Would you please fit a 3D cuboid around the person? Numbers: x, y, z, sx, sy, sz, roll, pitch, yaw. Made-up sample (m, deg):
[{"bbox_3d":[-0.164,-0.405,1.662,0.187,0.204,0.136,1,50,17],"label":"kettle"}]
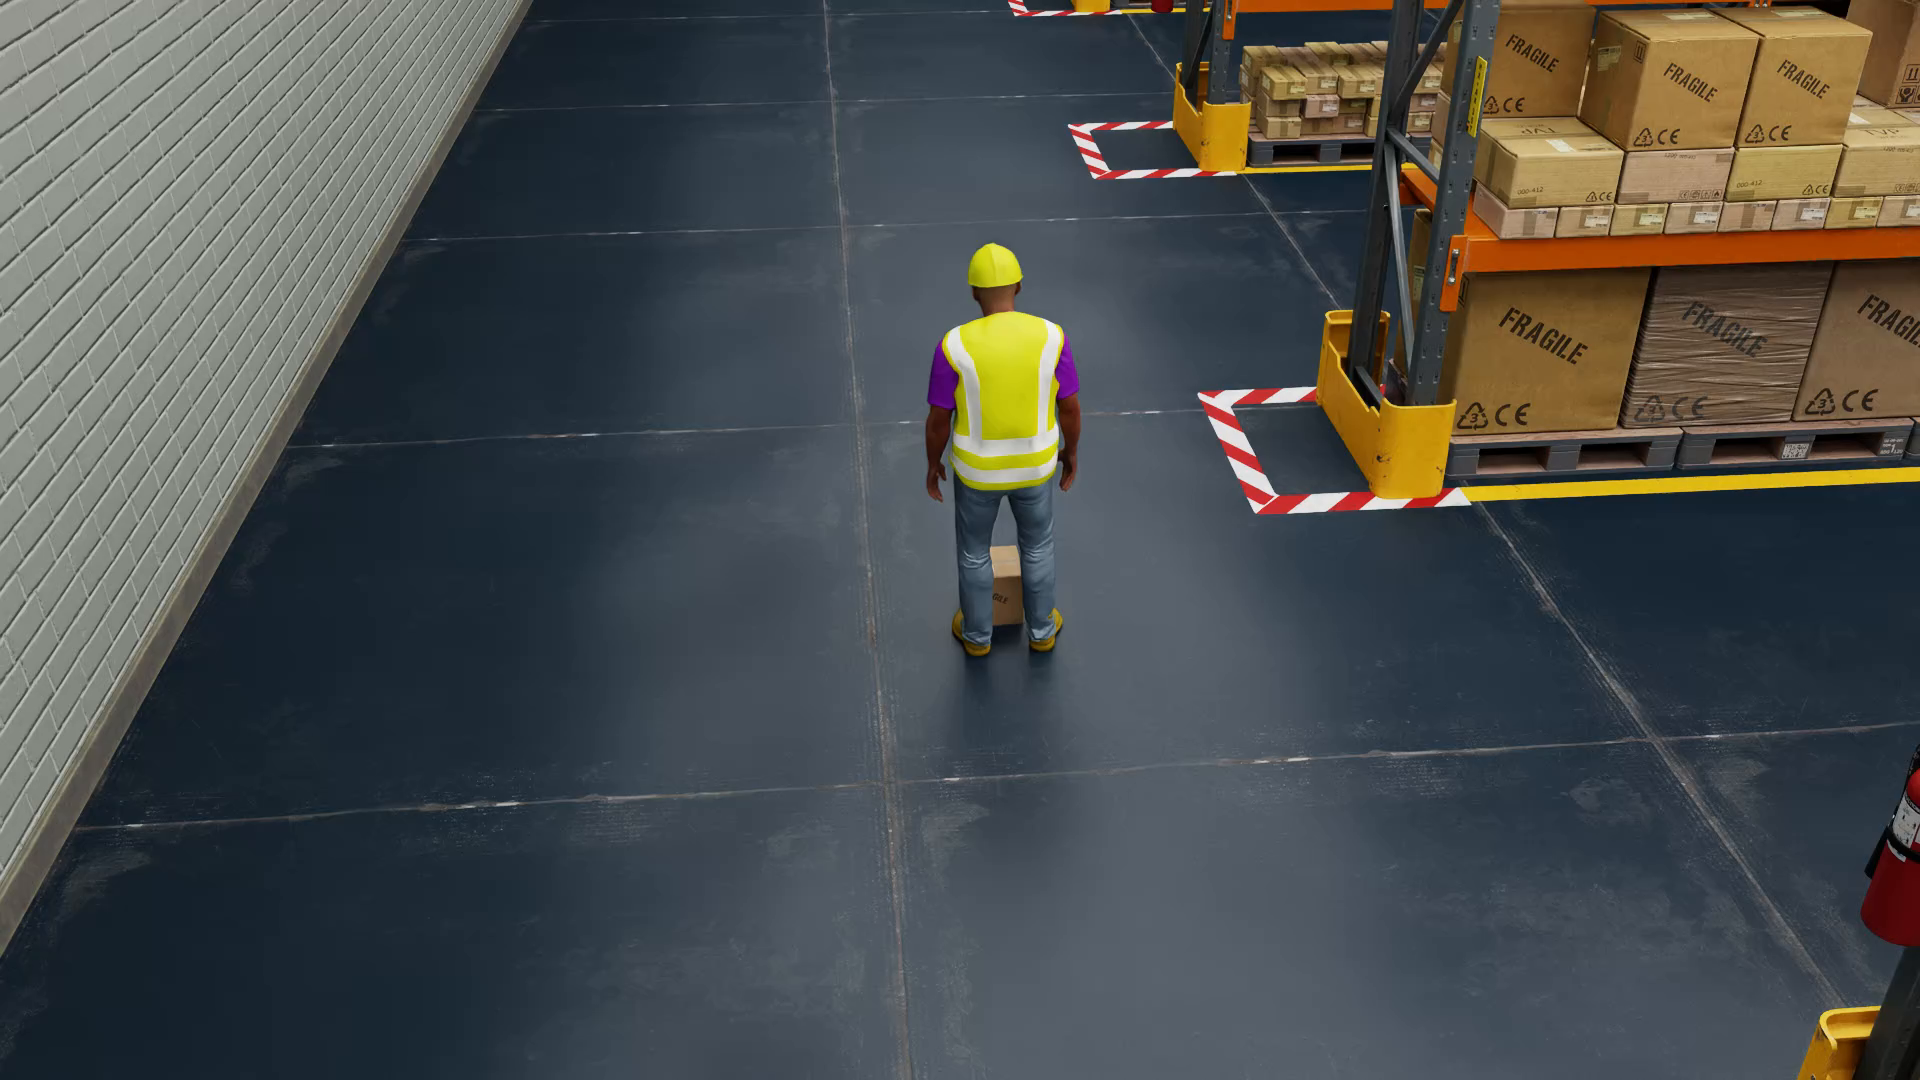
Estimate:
[{"bbox_3d":[0.167,-0.327,6.662,0.627,1.759,0.462,-4,31,-7],"label":"person"}]
